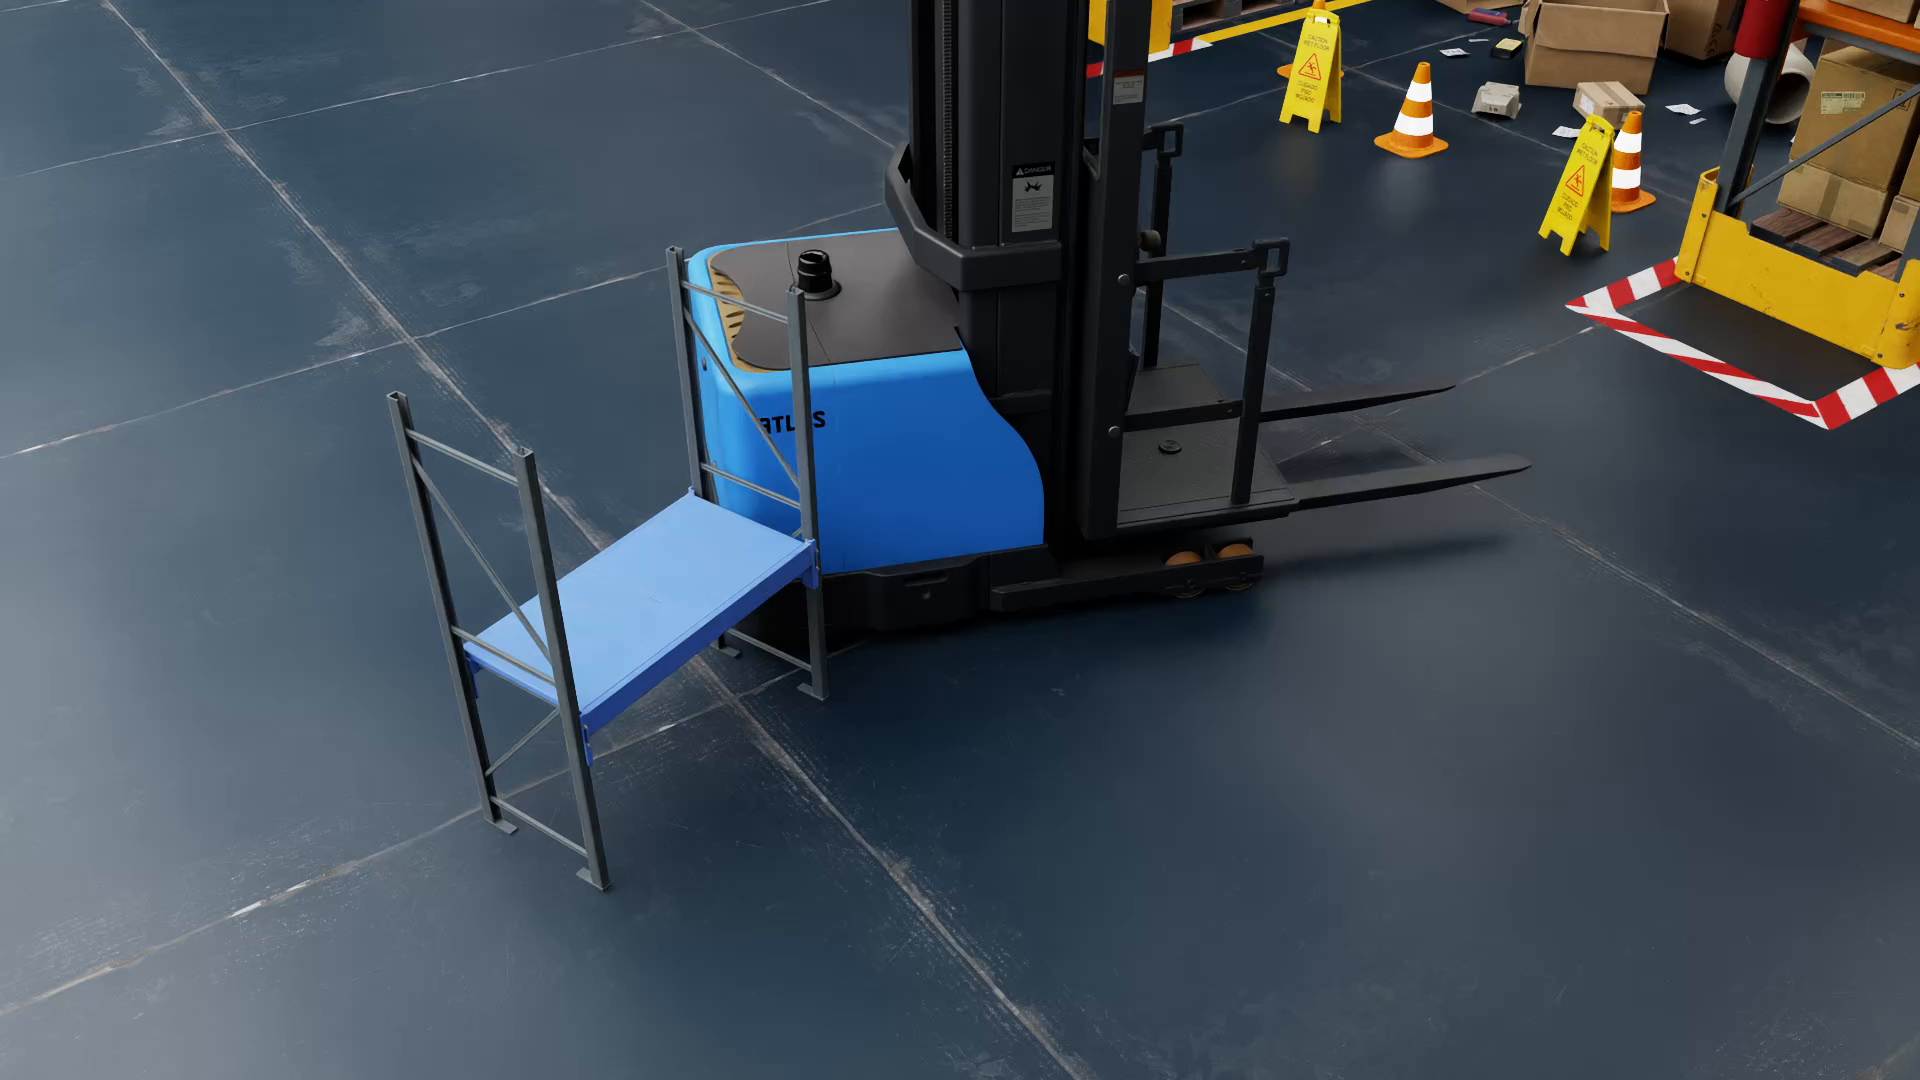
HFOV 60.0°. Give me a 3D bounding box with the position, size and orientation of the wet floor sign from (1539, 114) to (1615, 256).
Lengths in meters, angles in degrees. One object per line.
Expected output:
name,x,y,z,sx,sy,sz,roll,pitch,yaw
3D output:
wet floor sign,3.069,-1.752,8.133,0.232,0.644,0.267,-9,37,-12

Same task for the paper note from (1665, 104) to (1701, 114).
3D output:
paper note,4.247,-2.533,9.756,0.142,0.019,0.148,-9,37,-12

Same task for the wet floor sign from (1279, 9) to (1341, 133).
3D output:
wet floor sign,2.023,-2.679,9.422,0.267,0.644,0.232,30,45,35

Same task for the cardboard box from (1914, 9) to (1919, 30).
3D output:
cardboard box,4.237,-2.174,6.919,0.250,0.149,0.380,-22,41,-28

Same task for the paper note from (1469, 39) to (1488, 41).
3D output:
paper note,3.345,-3.222,10.721,0.123,0.001,0.032,-3,36,-4

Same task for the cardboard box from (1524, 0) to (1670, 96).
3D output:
cardboard box,3.818,-3.047,10.055,0.797,0.503,0.637,9,37,12

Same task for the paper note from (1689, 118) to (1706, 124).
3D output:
paper note,4.262,-2.421,9.607,0.123,0.001,0.032,-22,41,-28

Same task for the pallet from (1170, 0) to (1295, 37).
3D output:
pallet,1.515,-3.764,11.302,1.213,0.211,1.003,-22,41,-28

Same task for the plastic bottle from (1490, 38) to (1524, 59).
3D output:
plastic bottle,3.478,-3.125,10.543,0.133,0.061,0.283,22,41,28

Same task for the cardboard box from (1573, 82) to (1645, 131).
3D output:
cardboard box,3.748,-2.508,9.610,0.250,0.149,0.380,-3,36,-4

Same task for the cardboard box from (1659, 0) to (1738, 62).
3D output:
cardboard box,4.577,-3.420,10.458,0.503,0.637,0.797,-22,41,-28

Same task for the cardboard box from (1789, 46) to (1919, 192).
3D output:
cardboard box,4.345,-2.013,7.834,0.500,0.500,0.500,-22,41,-28

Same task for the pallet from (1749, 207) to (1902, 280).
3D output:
pallet,4.587,-1.411,8.031,1.213,0.211,1.003,-22,41,-28

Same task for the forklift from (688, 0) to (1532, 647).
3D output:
forklift,0.607,-1.275,5.512,3.031,2.935,1.130,-8,36,-11

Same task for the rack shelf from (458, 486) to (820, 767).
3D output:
rack shelf,-0.940,0.225,4.961,0.538,0.185,1.000,22,41,28

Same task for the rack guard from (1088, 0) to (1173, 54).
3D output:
rack guard,0.887,-3.566,10.781,0.348,0.500,1.175,-22,41,-28

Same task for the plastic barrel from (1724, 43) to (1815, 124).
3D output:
plastic barrel,4.657,-2.632,9.547,0.421,0.421,0.512,3,36,4

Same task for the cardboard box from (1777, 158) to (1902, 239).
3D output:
cardboard box,4.366,-1.723,8.073,0.500,0.250,0.500,-23,41,-28

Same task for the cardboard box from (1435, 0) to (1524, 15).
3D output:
cardboard box,3.498,-3.909,11.255,0.500,0.500,0.500,-15,38,-20

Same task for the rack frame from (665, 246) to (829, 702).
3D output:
rack frame,-0.649,-0.164,5.194,0.500,1.500,0.032,22,41,28

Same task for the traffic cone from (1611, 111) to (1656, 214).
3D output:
traffic cone,3.449,-1.991,8.622,0.334,0.463,0.336,-22,41,-28

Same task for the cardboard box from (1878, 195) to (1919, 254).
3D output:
cardboard box,4.659,-1.454,7.699,0.500,0.250,0.500,-23,42,-28

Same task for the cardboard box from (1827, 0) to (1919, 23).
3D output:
cardboard box,4.023,-2.387,7.215,0.250,0.149,0.380,-21,41,-26

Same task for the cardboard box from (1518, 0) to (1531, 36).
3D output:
cardboard box,3.832,-3.368,10.705,0.258,0.266,0.396,-15,38,-20

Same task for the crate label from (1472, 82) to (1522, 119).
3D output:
crate label,3.138,-2.568,9.704,0.250,0.136,0.298,15,38,20

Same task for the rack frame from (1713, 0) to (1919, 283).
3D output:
rack frame,3.841,-2.261,6.825,0.127,3.000,1.000,-22,41,-28

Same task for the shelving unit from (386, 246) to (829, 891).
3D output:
shelving unit,-0.940,0.079,4.856,0.538,1.500,1.048,22,41,28

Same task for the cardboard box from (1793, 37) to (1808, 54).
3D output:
cardboard box,5.208,-3.247,10.537,0.258,0.266,0.396,9,37,12

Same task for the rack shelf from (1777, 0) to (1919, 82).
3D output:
rack shelf,5.475,-2.642,7.970,4.000,0.370,1.077,-22,41,-28

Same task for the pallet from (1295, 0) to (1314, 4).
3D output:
pallet,2.511,-4.172,11.869,1.213,0.211,1.003,-22,41,-28

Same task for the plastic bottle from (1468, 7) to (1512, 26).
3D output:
plastic bottle,3.524,-3.457,11.004,0.283,0.061,0.133,22,41,28

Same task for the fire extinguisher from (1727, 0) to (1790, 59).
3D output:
fire extinguisher,3.482,-2.411,7.099,0.183,0.674,0.296,-22,41,-28

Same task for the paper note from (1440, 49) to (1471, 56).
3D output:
paper note,3.132,-3.086,10.517,0.142,0.017,0.144,-9,37,-12

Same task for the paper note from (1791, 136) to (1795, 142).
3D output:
paper note,4.749,-2.240,9.338,0.142,0.019,0.148,22,41,28

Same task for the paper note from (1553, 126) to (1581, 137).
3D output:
paper note,3.467,-2.324,9.454,0.148,0.019,0.142,22,41,28

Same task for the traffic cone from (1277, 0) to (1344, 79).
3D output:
traffic cone,2.159,-3.060,10.109,0.334,0.463,0.336,-22,41,-28

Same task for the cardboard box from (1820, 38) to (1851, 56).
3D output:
cardboard box,5.450,-2.882,9.826,0.500,0.500,0.500,3,36,4

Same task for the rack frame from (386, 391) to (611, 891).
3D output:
rack frame,-1.232,0.322,4.518,0.500,1.500,0.032,22,41,28

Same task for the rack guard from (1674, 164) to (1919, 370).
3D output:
rack guard,3.903,-1.272,7.590,0.348,0.500,1.175,-22,41,-28

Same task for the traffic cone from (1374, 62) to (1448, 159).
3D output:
traffic cone,2.532,-2.407,9.200,0.334,0.463,0.336,-22,41,-28

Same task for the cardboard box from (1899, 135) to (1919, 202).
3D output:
cardboard box,4.678,-1.767,7.491,0.500,0.500,0.500,-24,42,-29
